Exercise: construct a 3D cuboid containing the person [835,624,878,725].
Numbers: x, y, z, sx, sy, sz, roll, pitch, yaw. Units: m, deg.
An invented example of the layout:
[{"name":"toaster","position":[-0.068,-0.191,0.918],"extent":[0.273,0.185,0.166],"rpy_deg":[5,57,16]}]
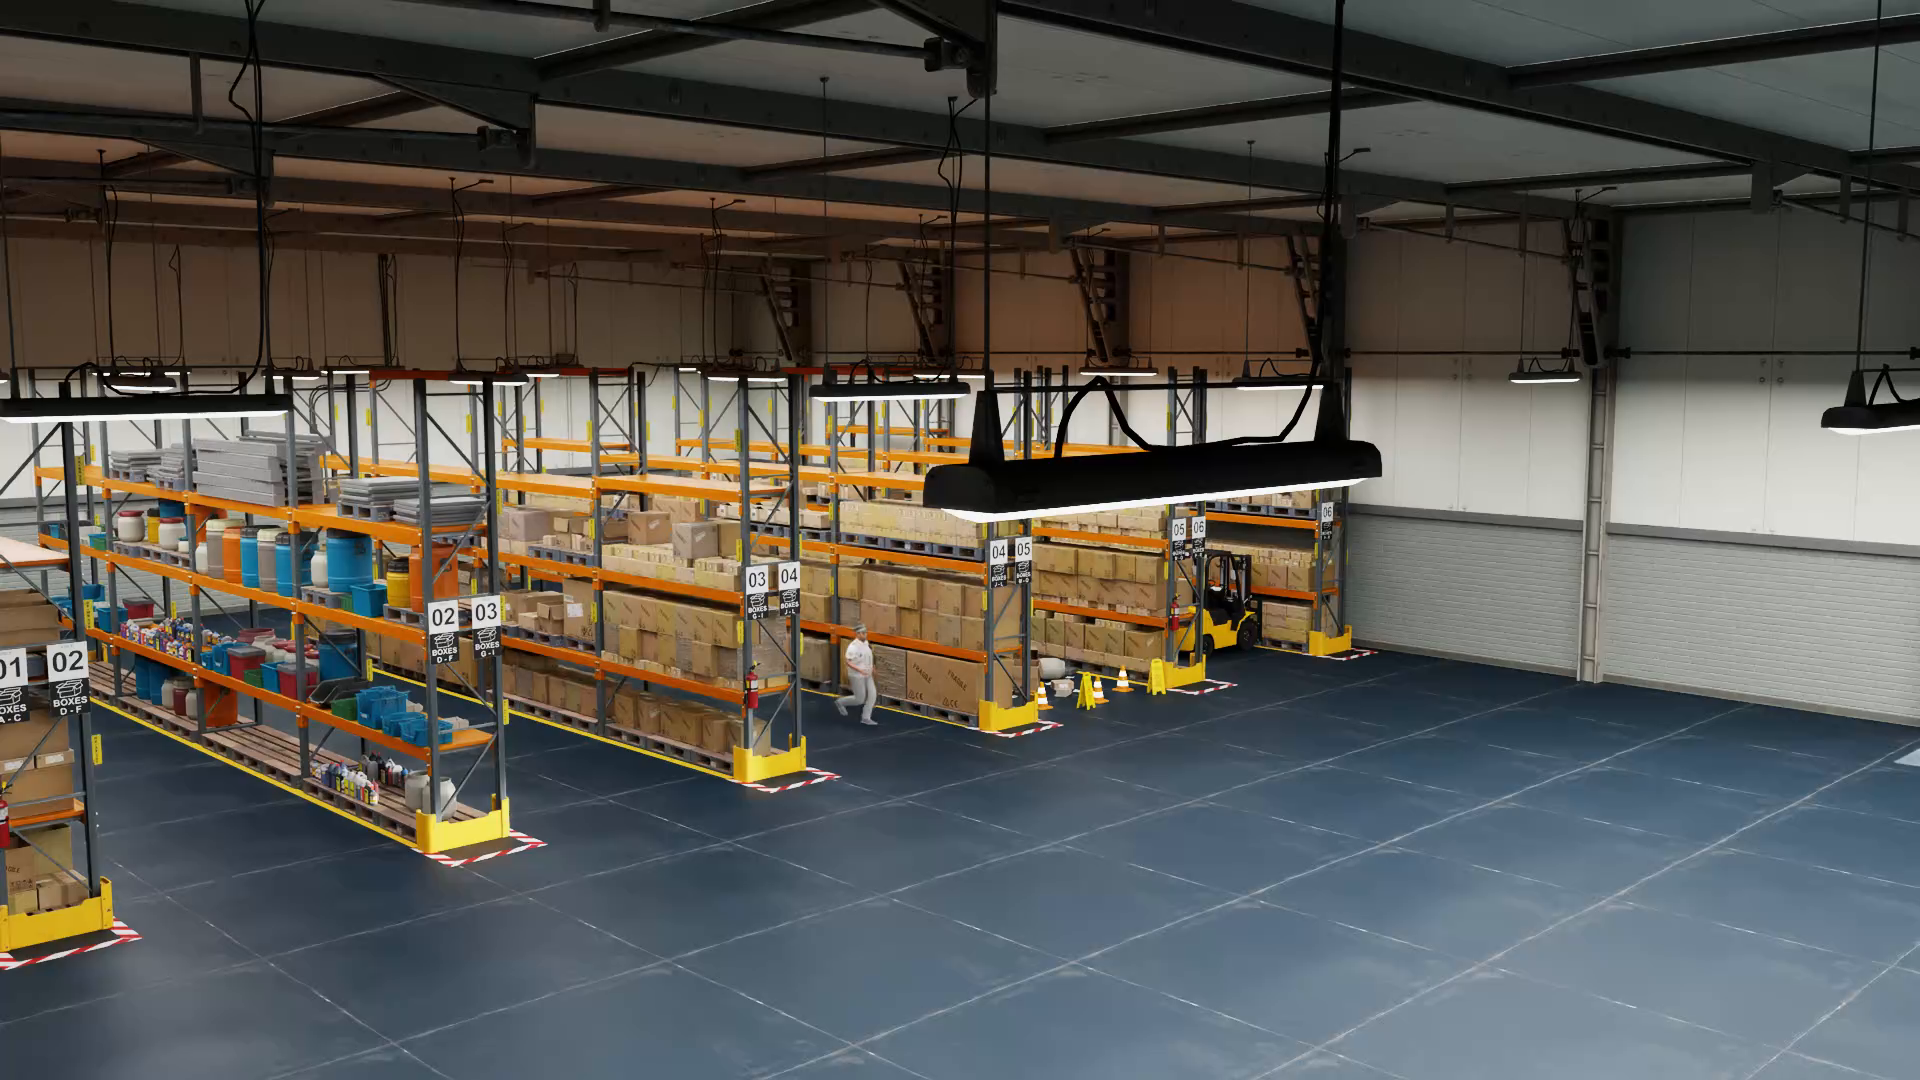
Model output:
[{"name":"person","position":[-1.758,2.287,28.338],"extent":[0.783,1.744,0.629],"rpy_deg":[4,7,29]}]
